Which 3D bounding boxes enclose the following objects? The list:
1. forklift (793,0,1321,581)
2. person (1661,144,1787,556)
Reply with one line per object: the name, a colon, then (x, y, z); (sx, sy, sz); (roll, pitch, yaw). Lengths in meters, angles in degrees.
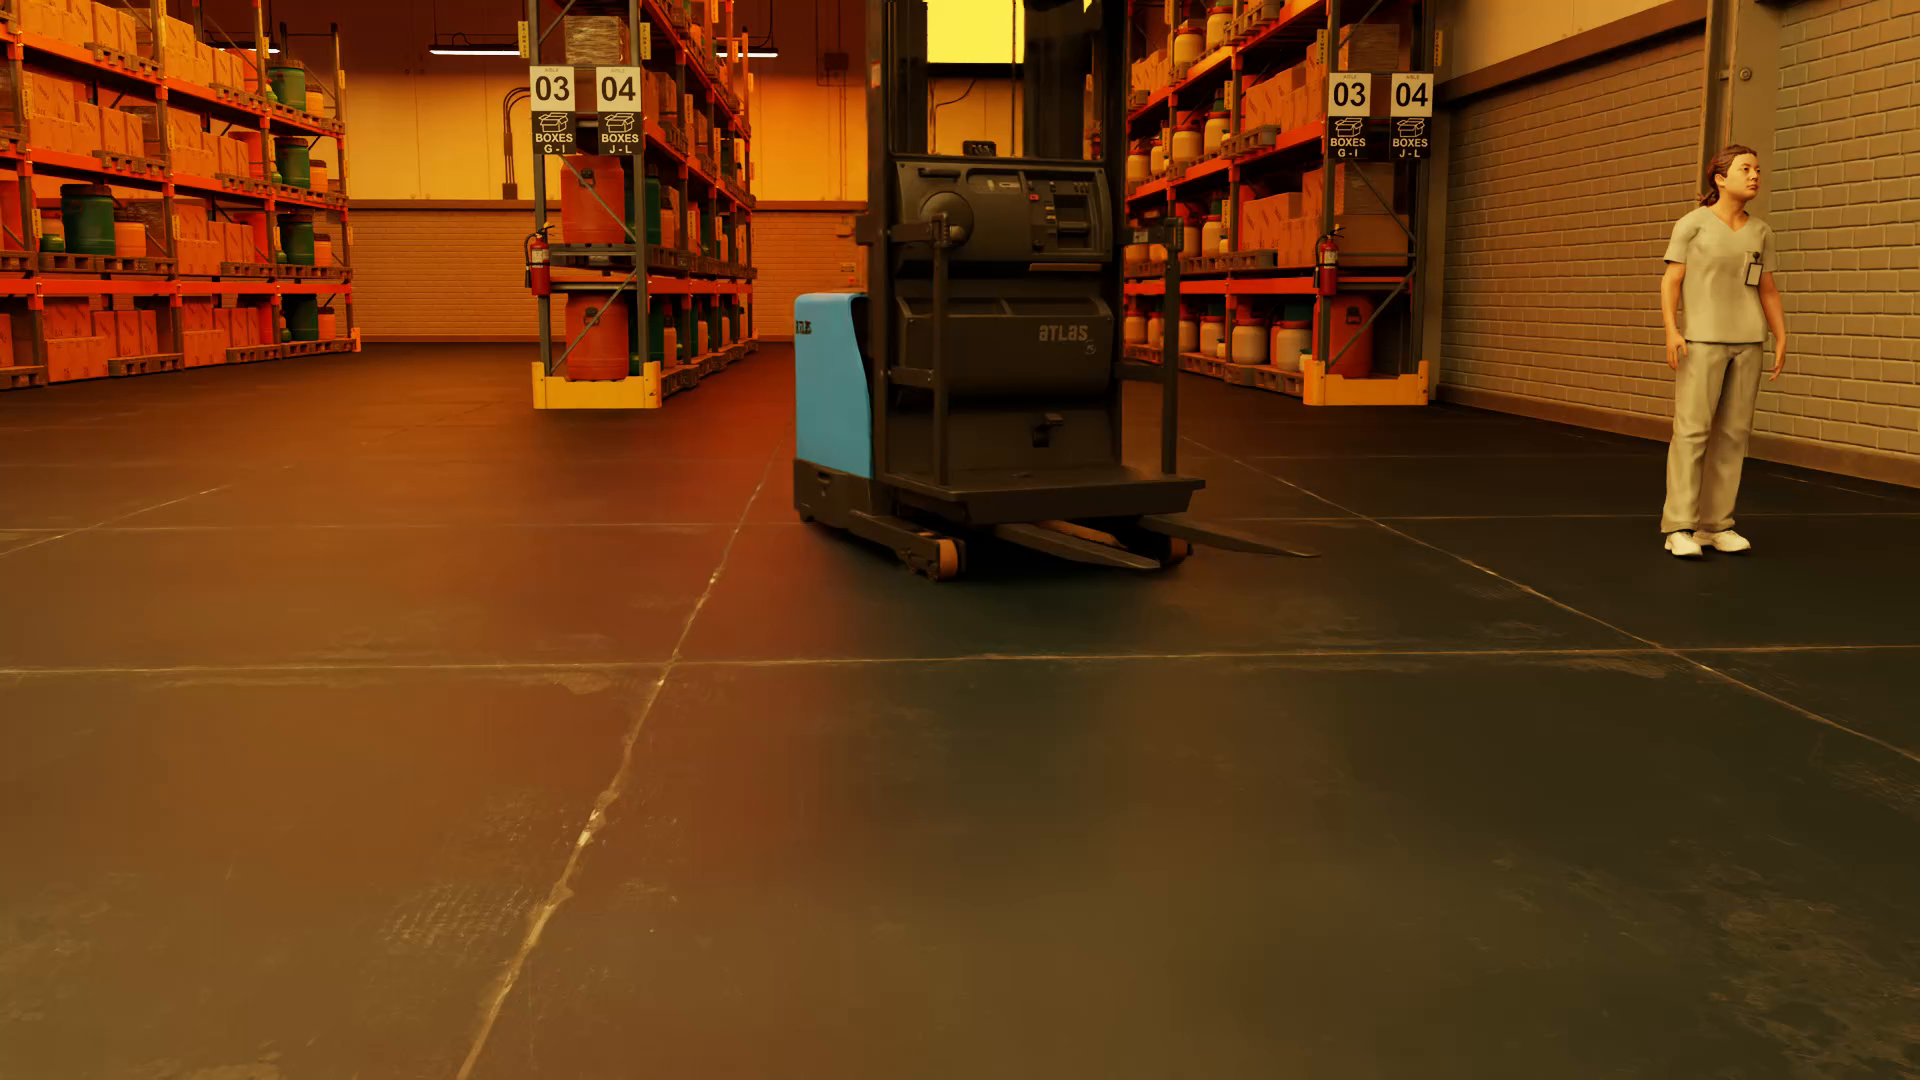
forklift: (0.273, -1.364, 6.517); (1.130, 2.935, 3.031); (-4, 9, -24)
person: (3.176, -0.790, 6.874); (0.548, 1.673, 0.549); (-1, 8, -5)
